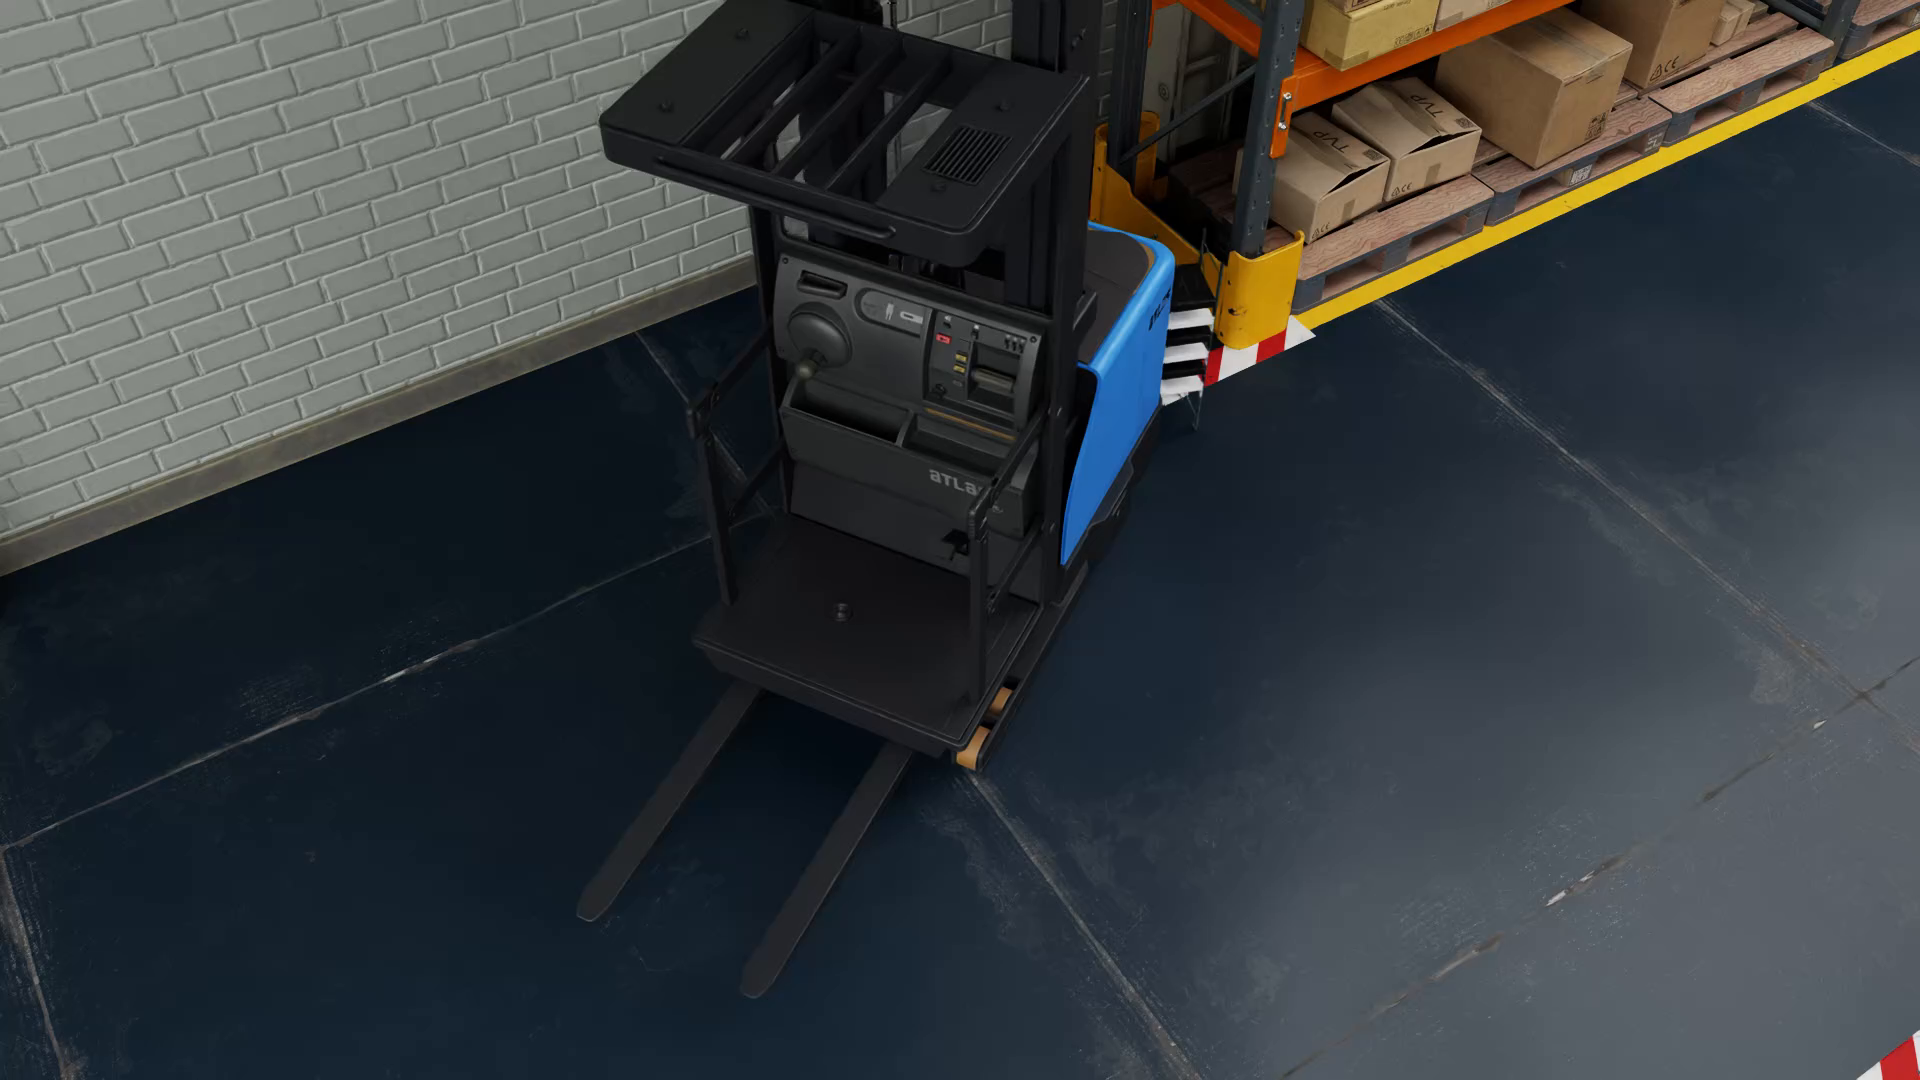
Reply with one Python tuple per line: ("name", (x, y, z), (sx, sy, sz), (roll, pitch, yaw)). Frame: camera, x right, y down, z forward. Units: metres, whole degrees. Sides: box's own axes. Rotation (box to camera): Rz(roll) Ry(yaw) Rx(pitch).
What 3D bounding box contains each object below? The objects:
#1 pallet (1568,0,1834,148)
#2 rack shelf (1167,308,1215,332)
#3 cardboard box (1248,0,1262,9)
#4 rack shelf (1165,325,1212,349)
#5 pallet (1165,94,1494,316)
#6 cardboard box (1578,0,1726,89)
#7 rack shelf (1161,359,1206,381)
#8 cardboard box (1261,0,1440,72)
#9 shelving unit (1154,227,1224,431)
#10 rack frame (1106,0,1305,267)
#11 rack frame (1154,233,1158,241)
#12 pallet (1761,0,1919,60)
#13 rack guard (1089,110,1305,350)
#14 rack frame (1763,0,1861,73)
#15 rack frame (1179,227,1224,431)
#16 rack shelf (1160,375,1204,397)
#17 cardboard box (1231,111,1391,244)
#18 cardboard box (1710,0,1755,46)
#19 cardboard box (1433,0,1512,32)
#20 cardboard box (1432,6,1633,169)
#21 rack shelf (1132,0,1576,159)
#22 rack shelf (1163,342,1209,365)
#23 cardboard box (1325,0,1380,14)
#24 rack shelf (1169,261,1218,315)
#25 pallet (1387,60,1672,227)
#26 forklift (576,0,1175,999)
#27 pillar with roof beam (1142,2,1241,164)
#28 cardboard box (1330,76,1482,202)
("pallet", (3.829, -2.617, 8.884), (1.213, 0.211, 1.003), (-25, 53, -21))
("rack shelf", (0.892, -0.938, 6.730), (0.200, 0.077, 0.258), (-9, 49, -9))
("cardboard box", (1.287, -2.505, 7.005), (0.500, 0.250, 0.500), (-25, 53, -20))
("rack shelf", (0.891, -0.878, 6.797), (0.200, 0.077, 0.258), (-9, 49, -9))
("pallet", (1.766, -1.644, 8.018), (1.213, 0.211, 1.003), (-25, 53, -21))
("cardboard box", (3.522, -2.710, 8.479), (0.500, 0.500, 0.500), (-29, 54, -23))
("rack shelf", (0.889, -0.758, 6.931), (0.200, 0.077, 0.258), (-9, 49, -9))
("cardboard box", (1.578, -2.191, 6.725), (0.500, 0.250, 0.500), (-27, 54, -22))
("shelving unit", (0.890, -0.841, 6.839), (0.210, 0.900, 0.258), (-9, 49, -9))
("rack frame", (0.996, -2.240, 6.682), (0.127, 3.000, 1.000), (-25, 53, -21))
("rack frame", (0.791, -0.825, 6.824), (0.006, 0.900, 0.240), (-9, 49, -9))
("pallet", (5.036, -3.218, 9.419), (1.213, 0.211, 1.003), (-25, 53, -21))
("rack guard", (1.060, -1.439, 7.642), (0.348, 0.500, 1.175), (-25, 53, -21))
("rack frame", (4.379, -3.834, 8.101), (0.127, 3.000, 1.000), (-25, 53, -21))
("rack frame", (0.990, -0.856, 6.855), (0.006, 0.900, 0.240), (-9, 49, -9))
("rack shelf", (0.887, -0.698, 6.998), (0.200, 0.077, 0.258), (-9, 49, -9))
("cardboard box", (1.629, -1.711, 7.716), (0.500, 0.311, 0.500), (-31, 55, -25))
("cardboard box", (3.942, -2.806, 8.788), (0.250, 0.166, 0.380), (-32, 56, -25))
("cardboard box", (2.009, -2.407, 6.917), (0.500, 0.250, 0.500), (-27, 54, -22))
("cardboard box", (2.758, -2.262, 8.080), (0.500, 0.500, 0.700), (-28, 54, -23))
("rack shelf", (2.687, -2.798, 7.660), (4.000, 0.370, 1.077), (-25, 53, -21))
("rack shelf", (0.890, -0.818, 6.864), (0.200, 0.077, 0.258), (-9, 49, -9))
("cardboard box", (1.560, -2.447, 6.450), (0.500, 0.500, 0.500), (-25, 53, -21))
("rack shelf", (0.894, -0.998, 6.663), (0.200, 0.077, 0.258), (-9, 49, -9))
("pallet", (2.796, -2.127, 8.448), (1.213, 0.211, 1.003), (-25, 53, -21))
("forklift", (-0.271, -0.534, 5.208), (1.130, 2.935, 3.031), (20, 51, 17))
("pillar with roof beam", (3.423, -2.341, 2.755), (0.400, 9.000, 9.100), (-25, 53, -21))
("cardboard box", (2.111, -1.938, 7.919), (0.500, 0.311, 0.500), (-21, 52, -18))
